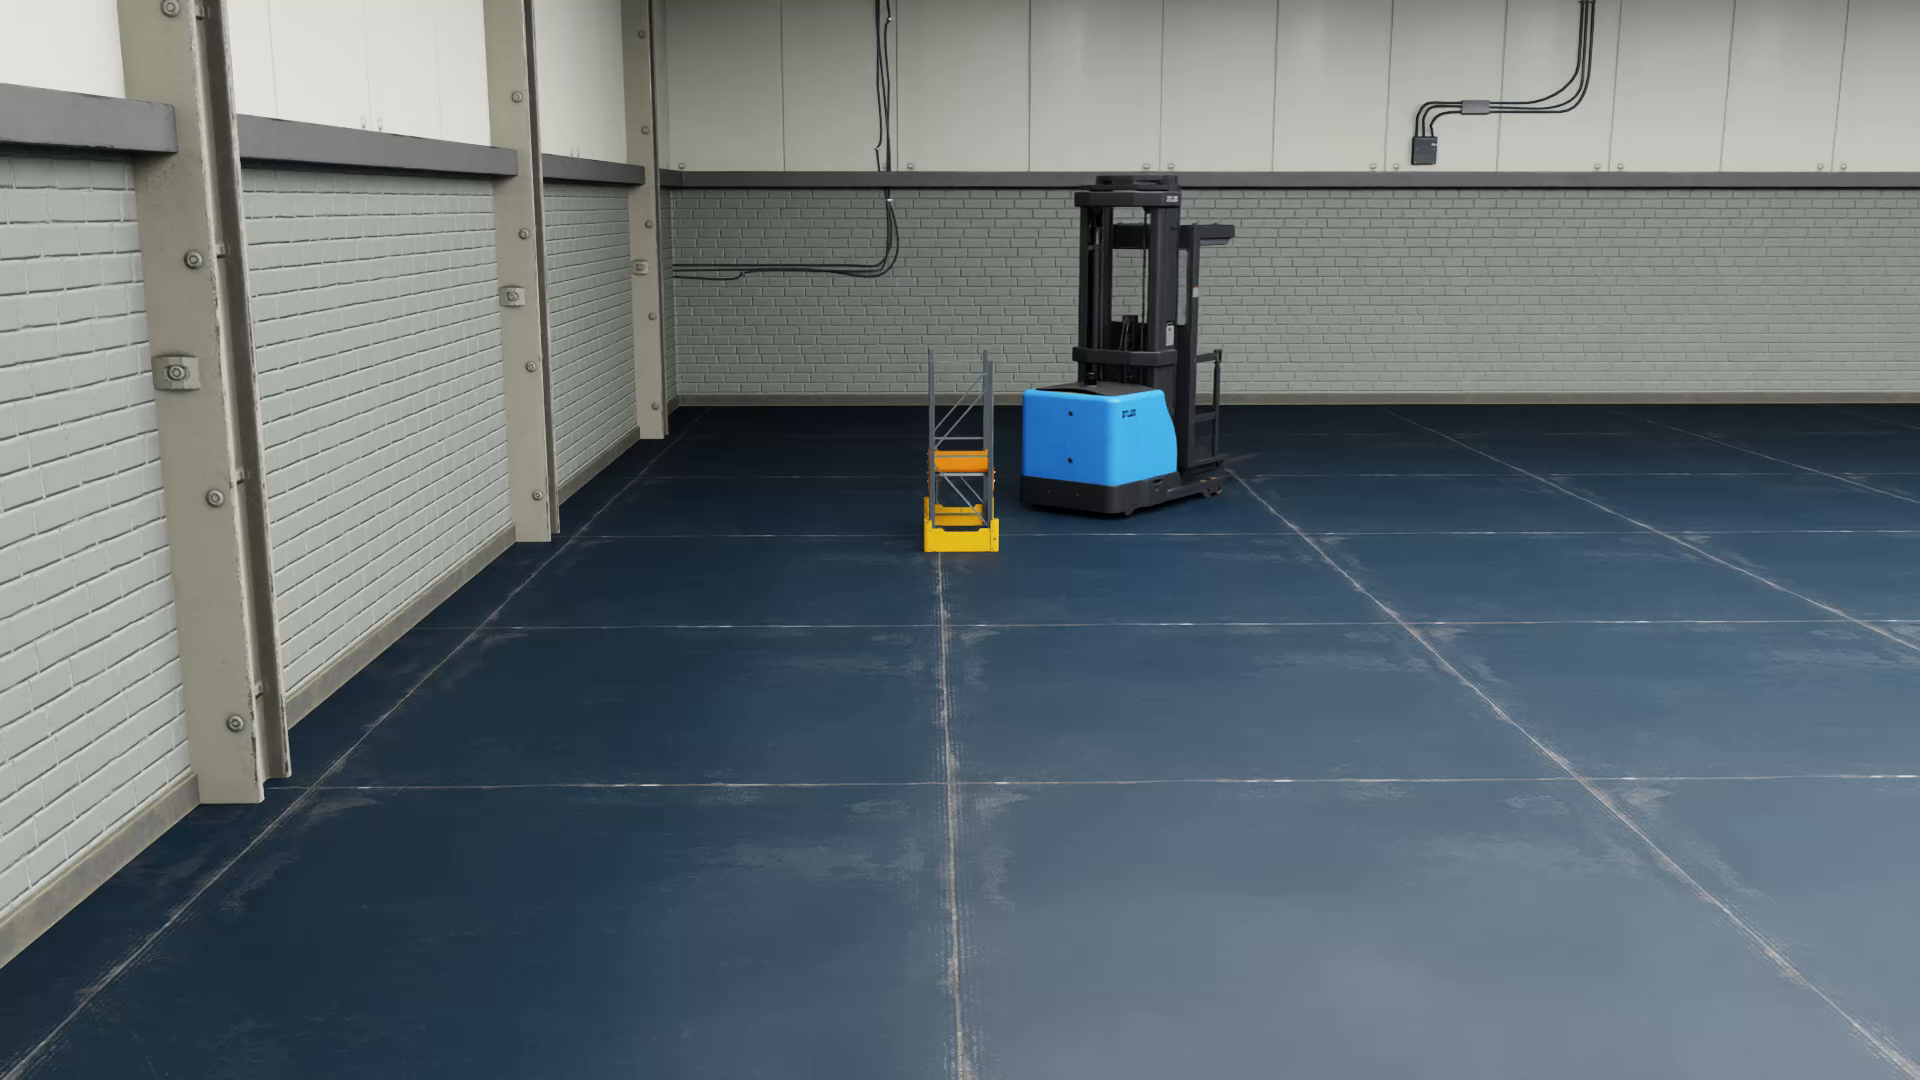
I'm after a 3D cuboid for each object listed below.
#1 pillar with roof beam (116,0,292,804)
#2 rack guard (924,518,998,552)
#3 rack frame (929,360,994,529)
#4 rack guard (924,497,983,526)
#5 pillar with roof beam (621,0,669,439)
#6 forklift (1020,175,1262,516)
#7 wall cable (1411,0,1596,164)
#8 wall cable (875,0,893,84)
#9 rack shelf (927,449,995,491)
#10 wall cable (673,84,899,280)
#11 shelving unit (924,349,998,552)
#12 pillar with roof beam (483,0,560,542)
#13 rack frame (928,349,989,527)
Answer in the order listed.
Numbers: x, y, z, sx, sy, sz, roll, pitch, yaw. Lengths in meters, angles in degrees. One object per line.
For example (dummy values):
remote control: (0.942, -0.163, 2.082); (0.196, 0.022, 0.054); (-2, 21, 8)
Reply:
pillar with roof beam: (0.938, -3.262, 7.003); (9.100, 9.000, 0.400); (0, 11, -1)
rack guard: (0.009, -0.039, 13.121); (0.587, 0.250, 0.087); (0, 11, -1)
rack frame: (0.009, -0.651, 12.995); (0.500, 1.500, 0.032); (0, 11, -1)
rack guard: (-0.012, -0.237, 14.097); (0.587, 0.250, 0.087); (0, 11, -1)
pillar with roof beam: (0.690, -5.647, 18.761); (9.100, 9.000, 0.400); (0, 11, -1)
forklift: (1.837, -1.886, 15.484); (1.130, 2.935, 3.031); (9, 14, 37)
wall cable: (7.139, -7.923, 21.425); (2.305, 6.003, 0.169); (0, 11, -1)
wall cable: (0.352, -7.185, 21.448); (3.097, 2.526, 0.112); (0, 11, -1)
rack shelf: (-0.002, -0.576, 13.529); (0.538, 0.185, 1.000); (0, 11, -1)
wall cable: (-2.353, -4.699, 21.895); (3.097, 2.526, 0.112); (0, 11, -1)
shelving unit: (-0.002, -0.750, 13.485); (0.587, 1.500, 1.083); (0, 11, -1)
pillar with roof beam: (0.814, -4.454, 12.882); (9.100, 9.000, 0.400); (0, 11, -1)
rack frame: (-0.012, -0.853, 13.992); (0.500, 1.500, 0.032); (0, 11, -1)
